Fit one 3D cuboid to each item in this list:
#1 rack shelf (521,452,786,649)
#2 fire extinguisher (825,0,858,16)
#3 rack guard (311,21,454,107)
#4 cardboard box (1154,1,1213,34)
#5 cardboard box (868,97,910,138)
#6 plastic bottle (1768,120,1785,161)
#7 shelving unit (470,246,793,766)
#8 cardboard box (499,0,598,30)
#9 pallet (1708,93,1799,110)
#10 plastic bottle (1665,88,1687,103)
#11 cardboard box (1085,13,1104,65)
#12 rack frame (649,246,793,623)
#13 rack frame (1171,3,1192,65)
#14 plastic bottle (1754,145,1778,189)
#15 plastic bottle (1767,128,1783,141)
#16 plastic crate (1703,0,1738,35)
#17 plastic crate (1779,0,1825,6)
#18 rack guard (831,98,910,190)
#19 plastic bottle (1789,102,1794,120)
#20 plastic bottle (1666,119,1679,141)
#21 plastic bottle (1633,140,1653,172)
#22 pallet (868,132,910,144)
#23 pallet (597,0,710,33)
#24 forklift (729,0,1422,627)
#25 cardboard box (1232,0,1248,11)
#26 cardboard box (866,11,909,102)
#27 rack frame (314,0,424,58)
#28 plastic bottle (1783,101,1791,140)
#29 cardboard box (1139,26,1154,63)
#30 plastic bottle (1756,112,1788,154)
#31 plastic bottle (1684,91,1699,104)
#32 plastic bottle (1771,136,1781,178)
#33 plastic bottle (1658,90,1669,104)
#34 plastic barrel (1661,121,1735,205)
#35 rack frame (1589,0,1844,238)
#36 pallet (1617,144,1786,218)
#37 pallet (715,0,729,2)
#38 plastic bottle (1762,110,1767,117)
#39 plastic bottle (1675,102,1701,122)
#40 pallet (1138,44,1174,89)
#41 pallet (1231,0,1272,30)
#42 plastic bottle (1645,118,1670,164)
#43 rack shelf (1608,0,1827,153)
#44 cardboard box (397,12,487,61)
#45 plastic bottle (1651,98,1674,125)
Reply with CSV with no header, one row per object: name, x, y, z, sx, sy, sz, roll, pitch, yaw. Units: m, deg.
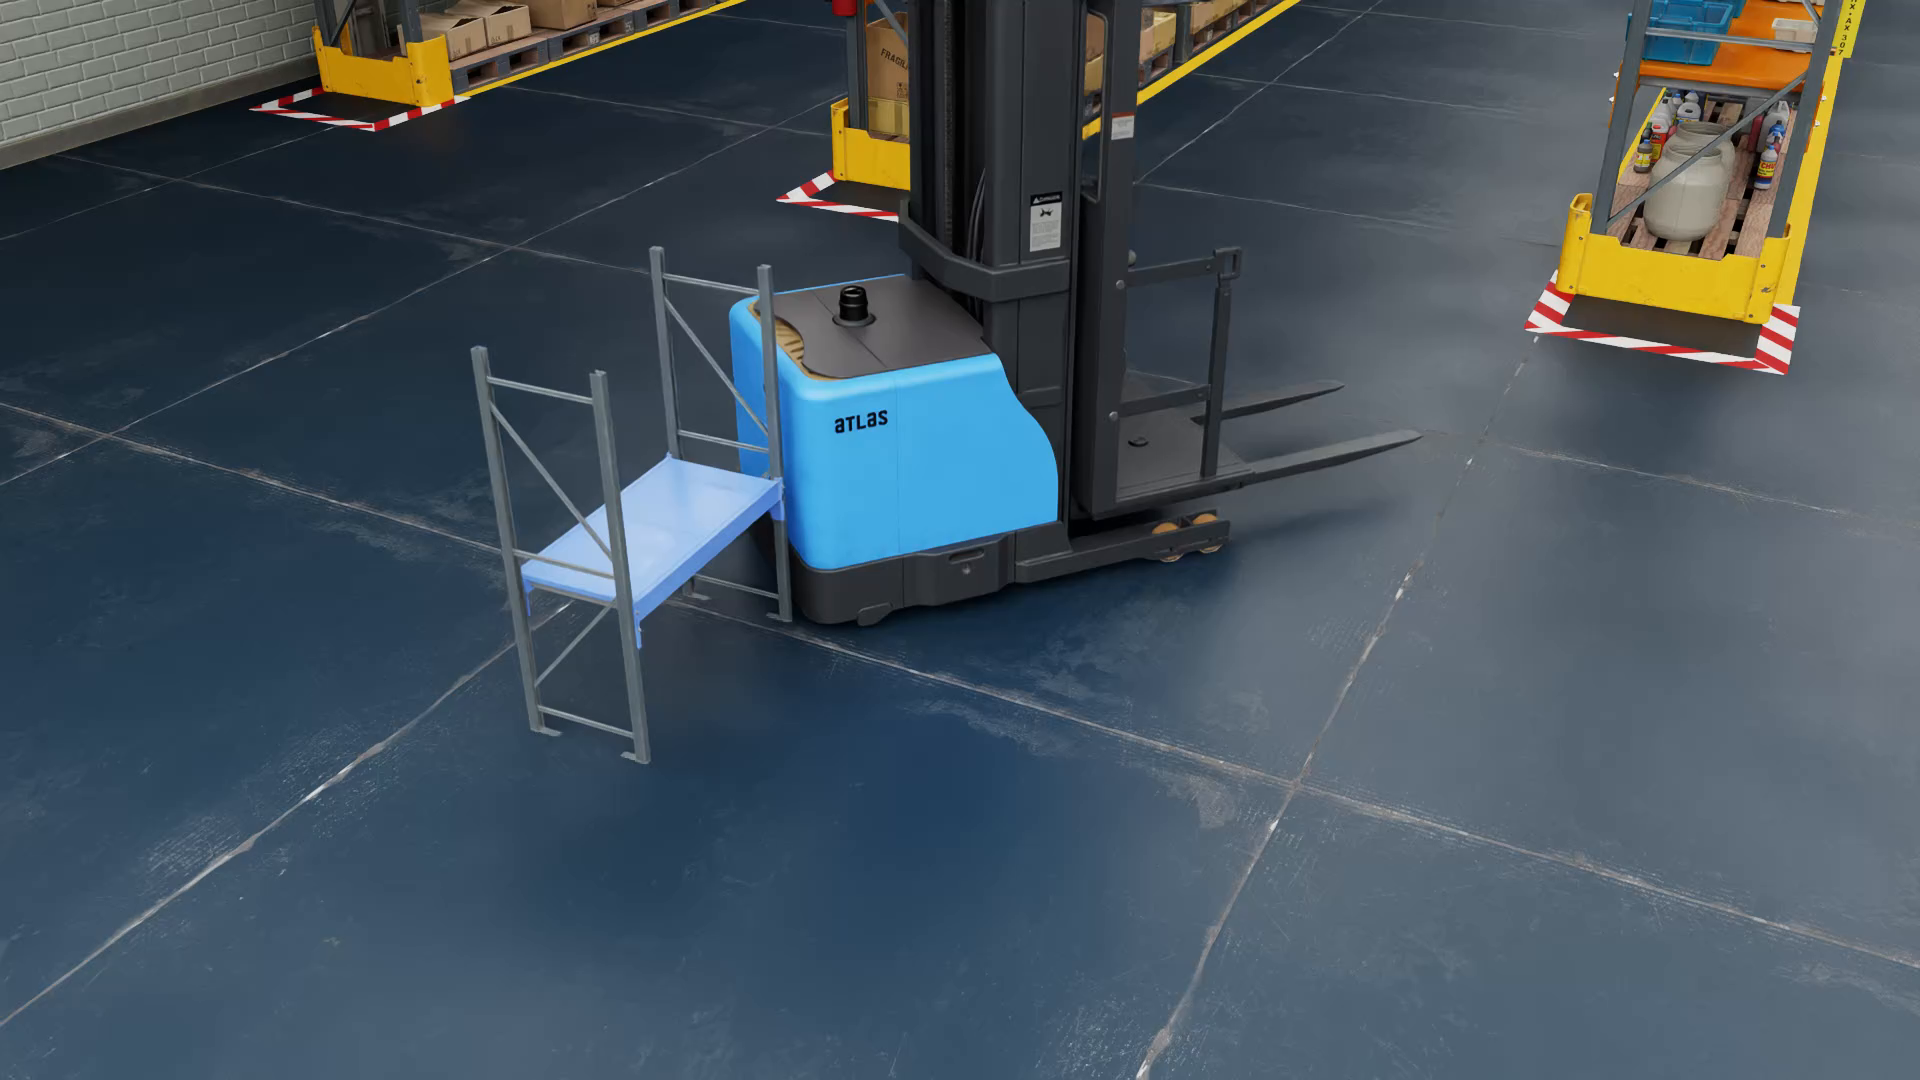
rack shelf,-1.117,0.013,6.083,0.538,0.185,1.000,13,32,21
fire extinguisher,-0.770,-3.815,10.959,0.296,0.674,0.183,14,33,23
rack guard,-4.680,-3.867,13.483,1.175,0.500,0.348,14,33,23
cardboard box,1.924,-4.681,14.729,0.500,0.250,0.500,13,33,22
cardboard box,-0.321,-3.090,11.958,0.500,0.250,0.500,14,33,23
plastic bottle,5.503,-2.697,11.232,0.097,0.271,0.097,0,30,0
shelving unit,-1.117,-0.143,5.994,0.538,1.500,1.048,13,32,21
cardboard box,-3.681,-4.877,14.800,0.700,0.500,0.500,12,32,20
pallet,6.251,-3.591,13.292,1.003,0.211,1.213,14,33,23
plastic bottle,5.190,-3.222,12.067,0.144,0.351,0.185,15,33,25
cardboard box,0.825,-3.962,12.724,0.500,0.500,0.500,14,33,23
rack frame,-0.907,-0.374,6.395,0.500,1.500,0.032,13,32,21
rack frame,1.519,-5.569,13.935,1.000,3.000,0.127,14,33,23
plastic bottle,5.209,-2.411,10.734,0.097,0.271,0.097,0,30,0
plastic bottle,5.410,-2.607,11.076,0.097,0.271,0.097,0,30,0
plastic crate,4.368,-3.182,9.928,0.499,0.251,0.408,14,33,23
plastic crate,5.413,-3.552,10.688,0.530,0.136,0.437,14,33,23
rack guard,-0.314,-2.701,11.451,1.175,0.500,0.348,14,33,23
plastic bottle,6.002,-3.168,12.041,0.061,0.283,0.133,16,34,26
plastic bottle,4.786,-2.678,11.188,0.061,0.283,0.133,14,33,23
plastic bottle,4.552,-2.561,11.066,0.097,0.201,0.097,0,30,0
pallet,0.008,-2.935,12.149,1.003,0.211,1.213,14,33,23
pallet,-3.167,-5.176,16.051,1.003,0.211,1.213,14,33,23
forklift,0.605,-1.403,6.751,3.031,2.935,1.130,-12,32,-20
cardboard box,2.391,-5.138,15.524,0.500,0.250,0.500,13,32,22
cardboard box,-0.323,-3.416,11.772,0.500,0.500,0.500,14,33,23
rack frame,-4.714,-4.918,12.801,1.000,3.000,0.127,14,33,23
plastic bottle,5.766,-2.939,11.641,0.061,0.283,0.133,17,34,27
cardboard box,1.266,-4.084,13.689,0.500,0.250,0.500,14,33,23
plastic bottle,5.578,-2.803,11.412,0.152,0.276,0.135,15,33,24
plastic bottle,5.232,-3.096,11.927,0.097,0.271,0.097,0,30,0
plastic bottle,5.328,-2.512,10.899,0.061,0.283,0.133,15,33,24
plastic bottle,4.992,-3.045,11.827,0.061,0.283,0.133,16,33,25
plastic barrel,4.565,-2.305,10.328,0.421,0.512,0.421,0,30,0
rack frame,4.105,-2.670,8.888,1.000,3.000,0.127,14,33,23
pallet,5.030,-2.403,11.223,1.003,0.211,1.213,14,33,23
pallet,-2.539,-5.827,17.185,1.003,0.211,1.213,14,33,23
plastic bottle,5.553,-2.889,11.555,0.061,0.283,0.133,14,33,23
plastic bottle,5.054,-2.895,11.572,0.152,0.276,0.135,14,33,23
pallet,1.120,-4.017,14.032,1.003,0.211,1.213,14,33,23
pallet,2.375,-5.238,16.159,1.003,0.211,1.213,14,33,23
plastic bottle,4.691,-2.699,11.231,0.152,0.276,0.135,15,33,24
rack shelf,5.016,-3.245,10.611,1.077,0.370,4.000,14,33,23
cardboard box,-4.319,-4.229,13.860,0.500,0.311,0.500,11,32,18
plastic bottle,4.826,-2.867,11.449,0.144,0.351,0.185,16,33,25
